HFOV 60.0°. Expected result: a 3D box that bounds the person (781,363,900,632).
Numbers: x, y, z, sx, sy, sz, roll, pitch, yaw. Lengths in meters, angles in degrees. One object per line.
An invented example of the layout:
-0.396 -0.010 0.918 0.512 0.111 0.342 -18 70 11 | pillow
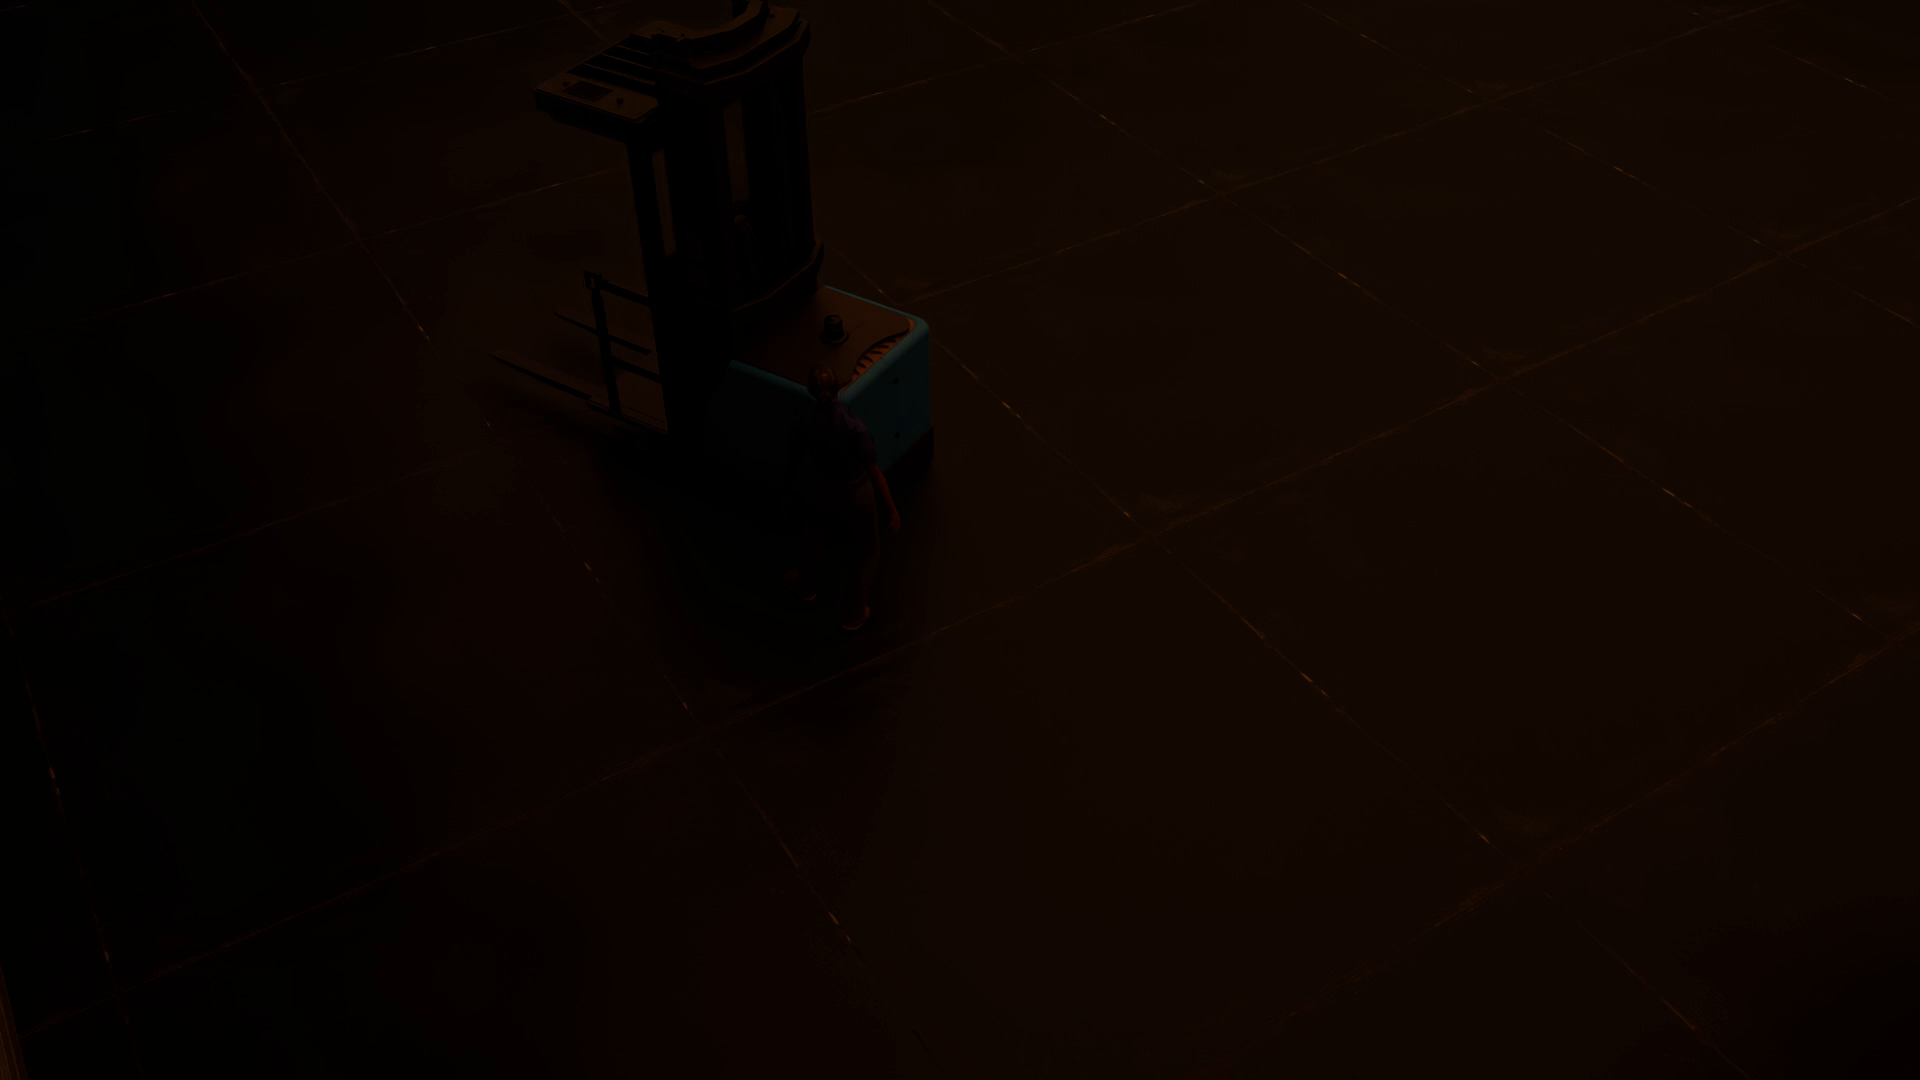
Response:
-0.686 -0.211 9.164 0.815 1.634 0.446 17 44 19 | person

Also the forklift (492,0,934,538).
-1.691 -1.852 9.990 3.031 2.935 1.130 22 46 23 | forklift
